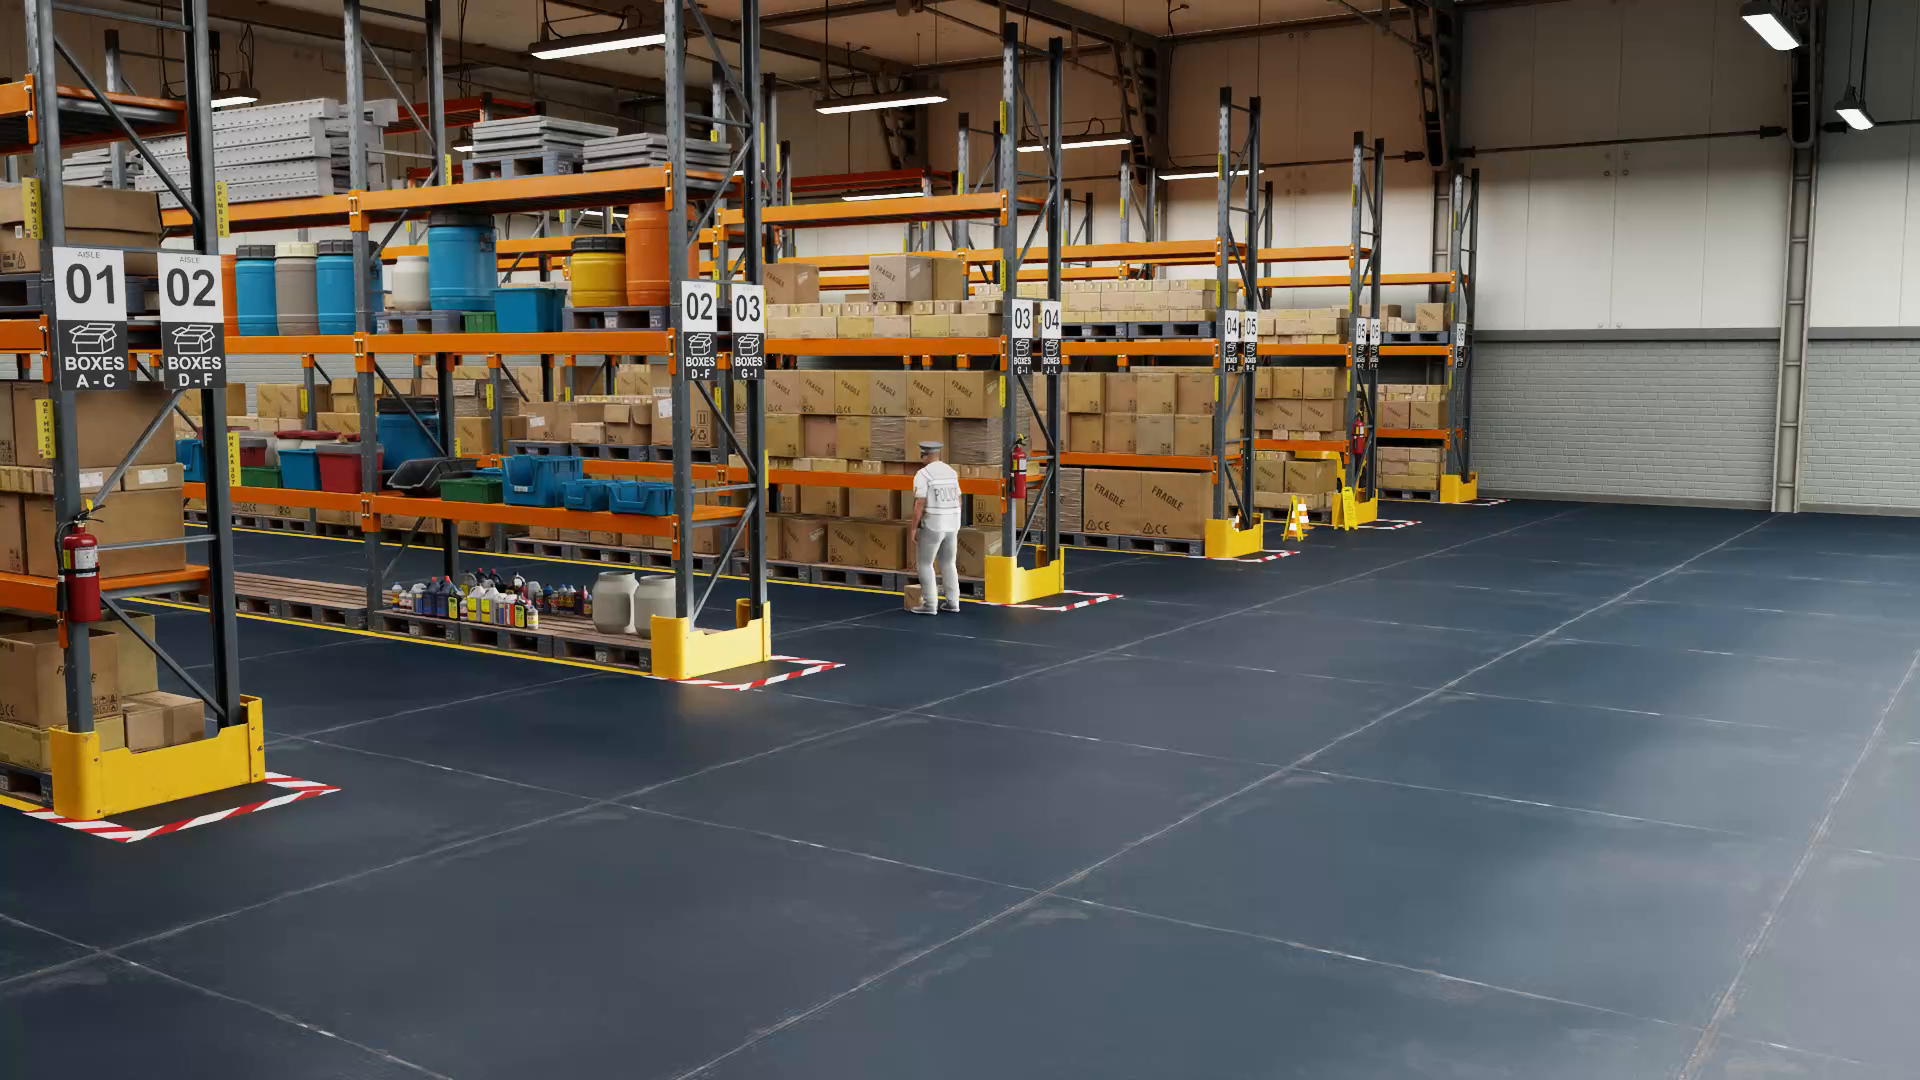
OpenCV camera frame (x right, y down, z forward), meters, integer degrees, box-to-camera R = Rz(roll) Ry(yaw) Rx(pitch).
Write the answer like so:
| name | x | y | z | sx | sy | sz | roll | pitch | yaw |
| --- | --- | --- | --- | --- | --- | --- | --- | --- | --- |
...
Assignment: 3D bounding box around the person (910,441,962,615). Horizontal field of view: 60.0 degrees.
| name | x | y | z | sx | sy | sz | roll | pitch | yaw |
| --- | --- | --- | --- | --- | --- | --- | --- | --- | --- |
| person | -0.231 | -0.123 | 16.862 | 0.585 | 1.749 | 0.435 | -5 | 8 | -36 |
